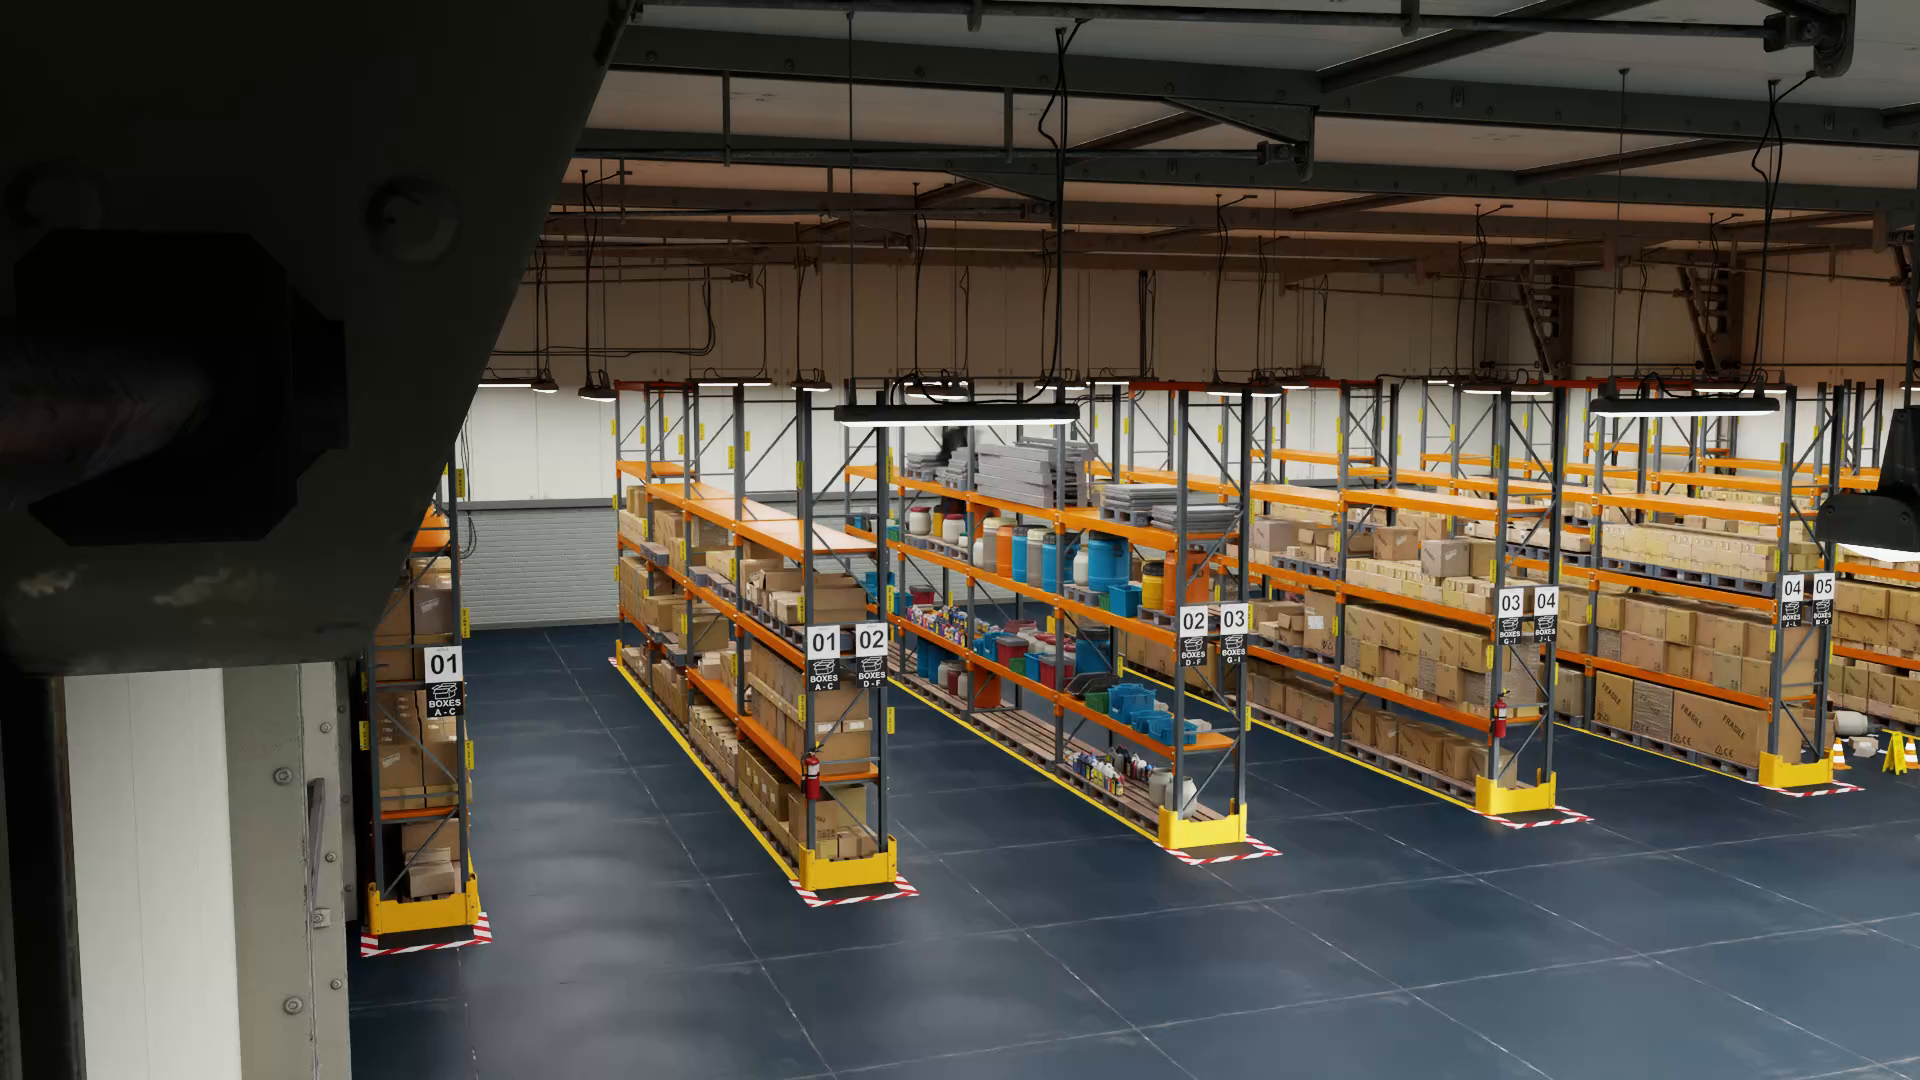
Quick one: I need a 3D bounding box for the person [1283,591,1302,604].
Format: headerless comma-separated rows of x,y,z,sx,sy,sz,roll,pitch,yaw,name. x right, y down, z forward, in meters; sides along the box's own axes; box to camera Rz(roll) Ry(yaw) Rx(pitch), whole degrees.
8.333,1.076,41.842,0.851,1.699,0.594,-3,7,-24,person

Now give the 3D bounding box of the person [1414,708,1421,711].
8.295,2.230,30.736,0.559,1.721,0.851,-3,7,-29,person
